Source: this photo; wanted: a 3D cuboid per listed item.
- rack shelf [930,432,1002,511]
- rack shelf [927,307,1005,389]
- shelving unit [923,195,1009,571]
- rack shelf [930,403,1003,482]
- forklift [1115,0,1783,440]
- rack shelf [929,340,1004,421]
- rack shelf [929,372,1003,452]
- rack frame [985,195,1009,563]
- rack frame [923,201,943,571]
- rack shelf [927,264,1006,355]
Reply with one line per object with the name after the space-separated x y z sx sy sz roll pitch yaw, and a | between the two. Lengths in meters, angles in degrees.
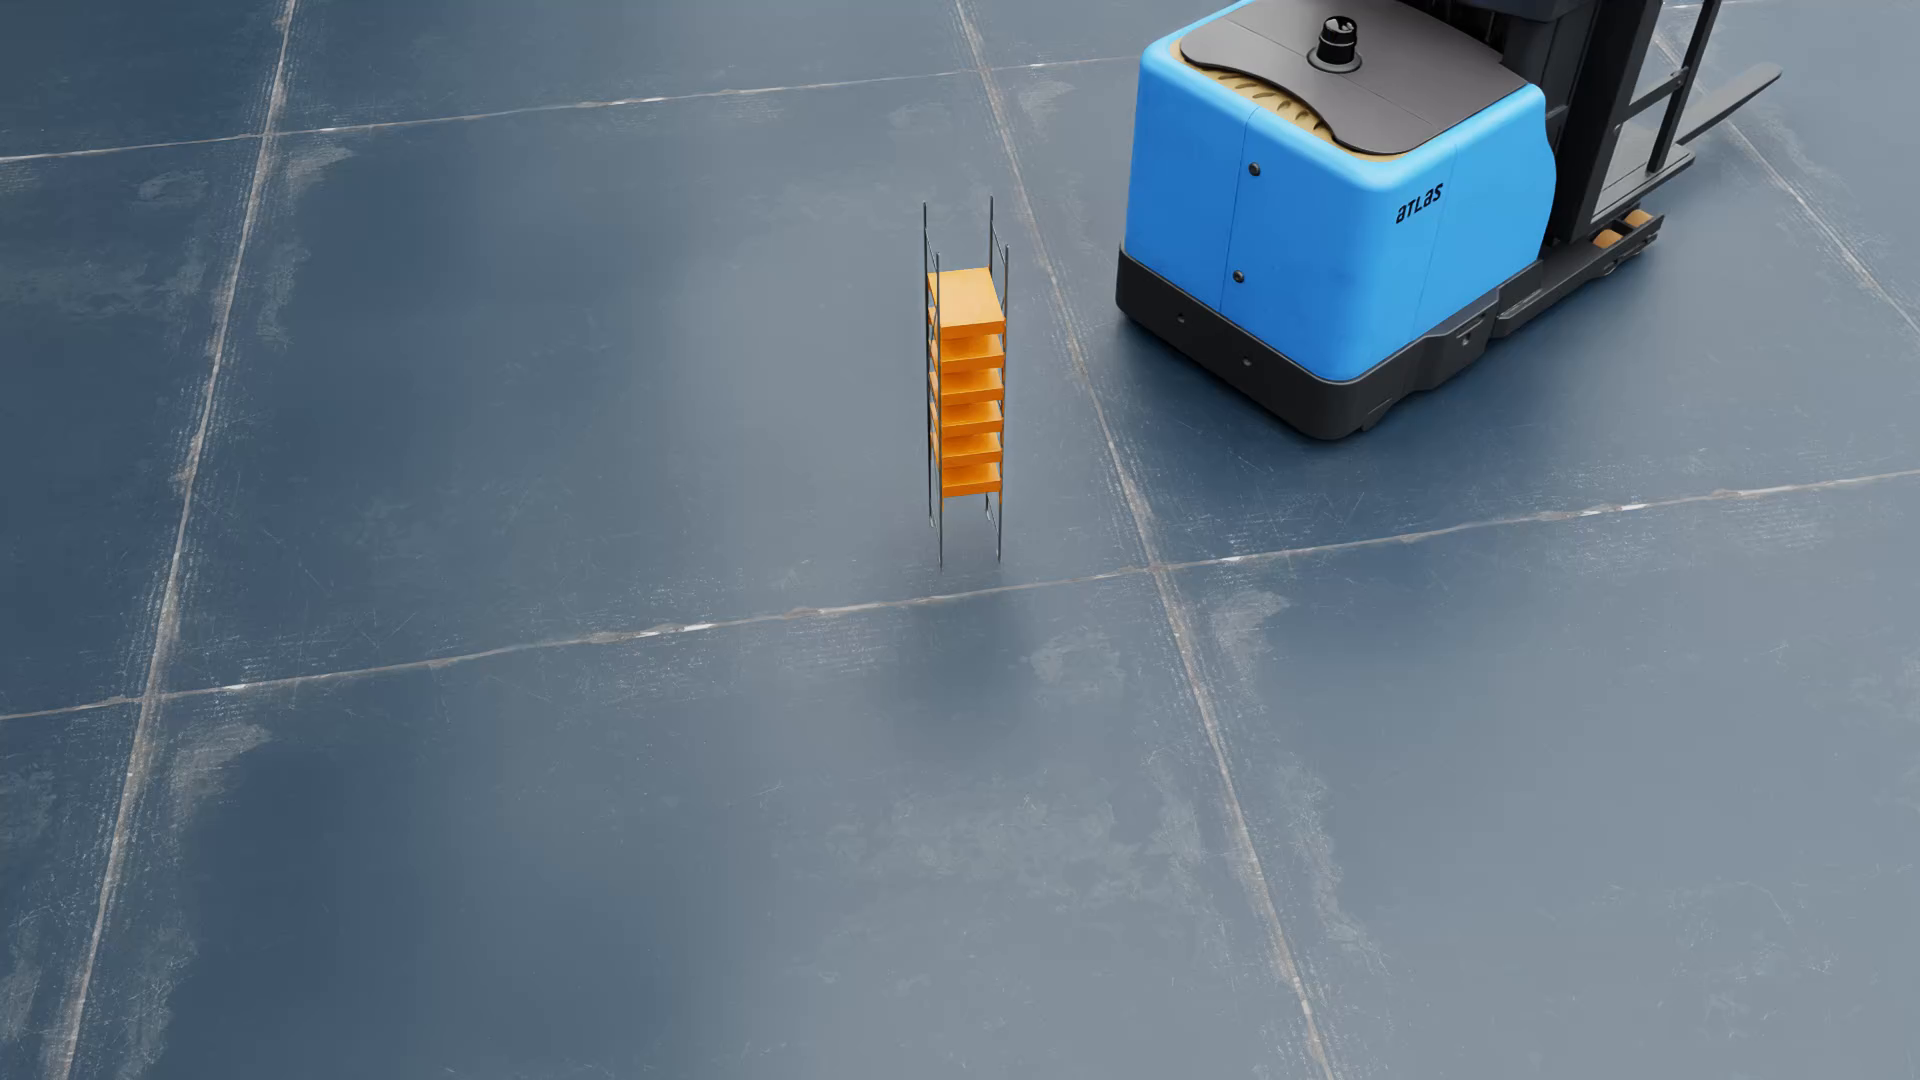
0.014 -0.221 5.024 0.180 0.103 0.258 -7 46 -7 | rack shelf
0.014 -0.554 4.679 0.180 0.103 0.258 -7 46 -7 | rack shelf
0.014 -0.418 4.820 0.189 1.200 0.258 -7 46 -7 | shelving unit
0.014 -0.304 4.938 0.180 0.103 0.258 -7 46 -7 | rack shelf
2.004 -2.262 5.394 3.031 2.935 1.130 -32 54 -27 | forklift
0.014 -0.471 4.765 0.180 0.103 0.258 -7 46 -7 | rack shelf
0.014 -0.387 4.852 0.180 0.103 0.258 -7 46 -7 | rack shelf
0.104 -0.429 4.830 0.006 1.200 0.240 -7 46 -7 | rack frame
-0.076 -0.407 4.809 0.006 1.200 0.240 -7 46 -7 | rack frame
0.014 -0.637 4.592 0.180 0.103 0.258 -7 46 -7 | rack shelf
